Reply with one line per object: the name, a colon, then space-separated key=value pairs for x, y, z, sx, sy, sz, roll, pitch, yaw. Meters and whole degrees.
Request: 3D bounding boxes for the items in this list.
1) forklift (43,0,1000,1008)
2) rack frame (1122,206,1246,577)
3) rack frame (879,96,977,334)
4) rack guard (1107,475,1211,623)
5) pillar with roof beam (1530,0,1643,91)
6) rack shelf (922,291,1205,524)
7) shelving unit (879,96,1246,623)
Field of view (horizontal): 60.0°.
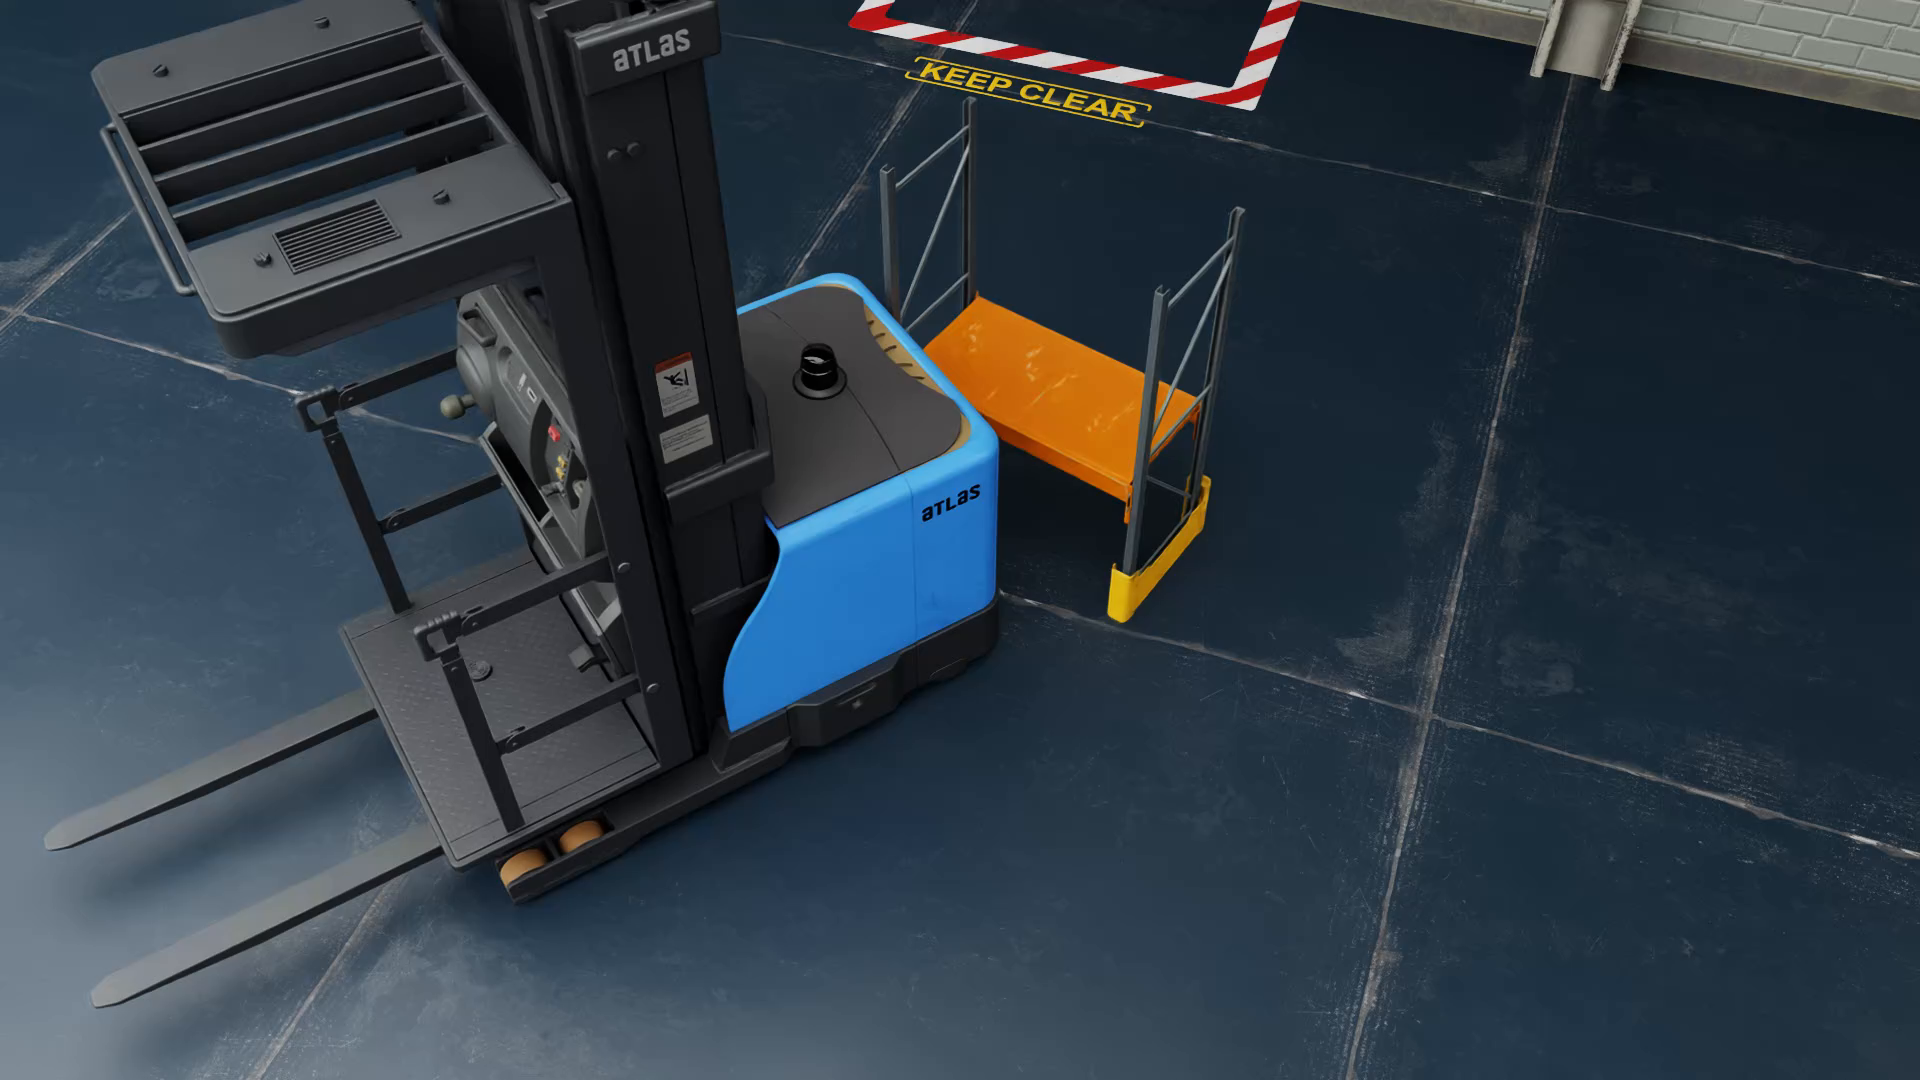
forklift: x=-1.385 y=-0.286 z=4.559 sx=3.031 sy=2.935 sz=1.130 roll=-25 pitch=54 yaw=-20
rack frame: x=0.729 y=-0.386 z=5.592 sx=0.032 sy=1.500 sz=0.500 roll=28 pitch=55 yaw=22
rack frame: x=-0.099 y=-0.831 z=5.978 sx=0.032 sy=1.500 sz=0.500 roll=28 pitch=55 yaw=22
rack guard: x=0.728 y=0.023 z=6.064 sx=0.087 sy=0.250 sz=0.587 roll=28 pitch=55 yaw=22
pillar with roof beam: x=1.574 y=-2.258 z=2.252 sx=0.400 sy=9.000 sz=9.100 roll=16 pitch=51 yaw=13
rack shelf: x=0.315 y=-0.490 z=5.921 sx=1.000 sy=0.185 sz=0.538 roll=28 pitch=55 yaw=22
shelving unit: x=0.322 y=-0.604 z=5.781 sx=1.083 sy=1.500 sz=0.587 roll=28 pitch=55 yaw=22
